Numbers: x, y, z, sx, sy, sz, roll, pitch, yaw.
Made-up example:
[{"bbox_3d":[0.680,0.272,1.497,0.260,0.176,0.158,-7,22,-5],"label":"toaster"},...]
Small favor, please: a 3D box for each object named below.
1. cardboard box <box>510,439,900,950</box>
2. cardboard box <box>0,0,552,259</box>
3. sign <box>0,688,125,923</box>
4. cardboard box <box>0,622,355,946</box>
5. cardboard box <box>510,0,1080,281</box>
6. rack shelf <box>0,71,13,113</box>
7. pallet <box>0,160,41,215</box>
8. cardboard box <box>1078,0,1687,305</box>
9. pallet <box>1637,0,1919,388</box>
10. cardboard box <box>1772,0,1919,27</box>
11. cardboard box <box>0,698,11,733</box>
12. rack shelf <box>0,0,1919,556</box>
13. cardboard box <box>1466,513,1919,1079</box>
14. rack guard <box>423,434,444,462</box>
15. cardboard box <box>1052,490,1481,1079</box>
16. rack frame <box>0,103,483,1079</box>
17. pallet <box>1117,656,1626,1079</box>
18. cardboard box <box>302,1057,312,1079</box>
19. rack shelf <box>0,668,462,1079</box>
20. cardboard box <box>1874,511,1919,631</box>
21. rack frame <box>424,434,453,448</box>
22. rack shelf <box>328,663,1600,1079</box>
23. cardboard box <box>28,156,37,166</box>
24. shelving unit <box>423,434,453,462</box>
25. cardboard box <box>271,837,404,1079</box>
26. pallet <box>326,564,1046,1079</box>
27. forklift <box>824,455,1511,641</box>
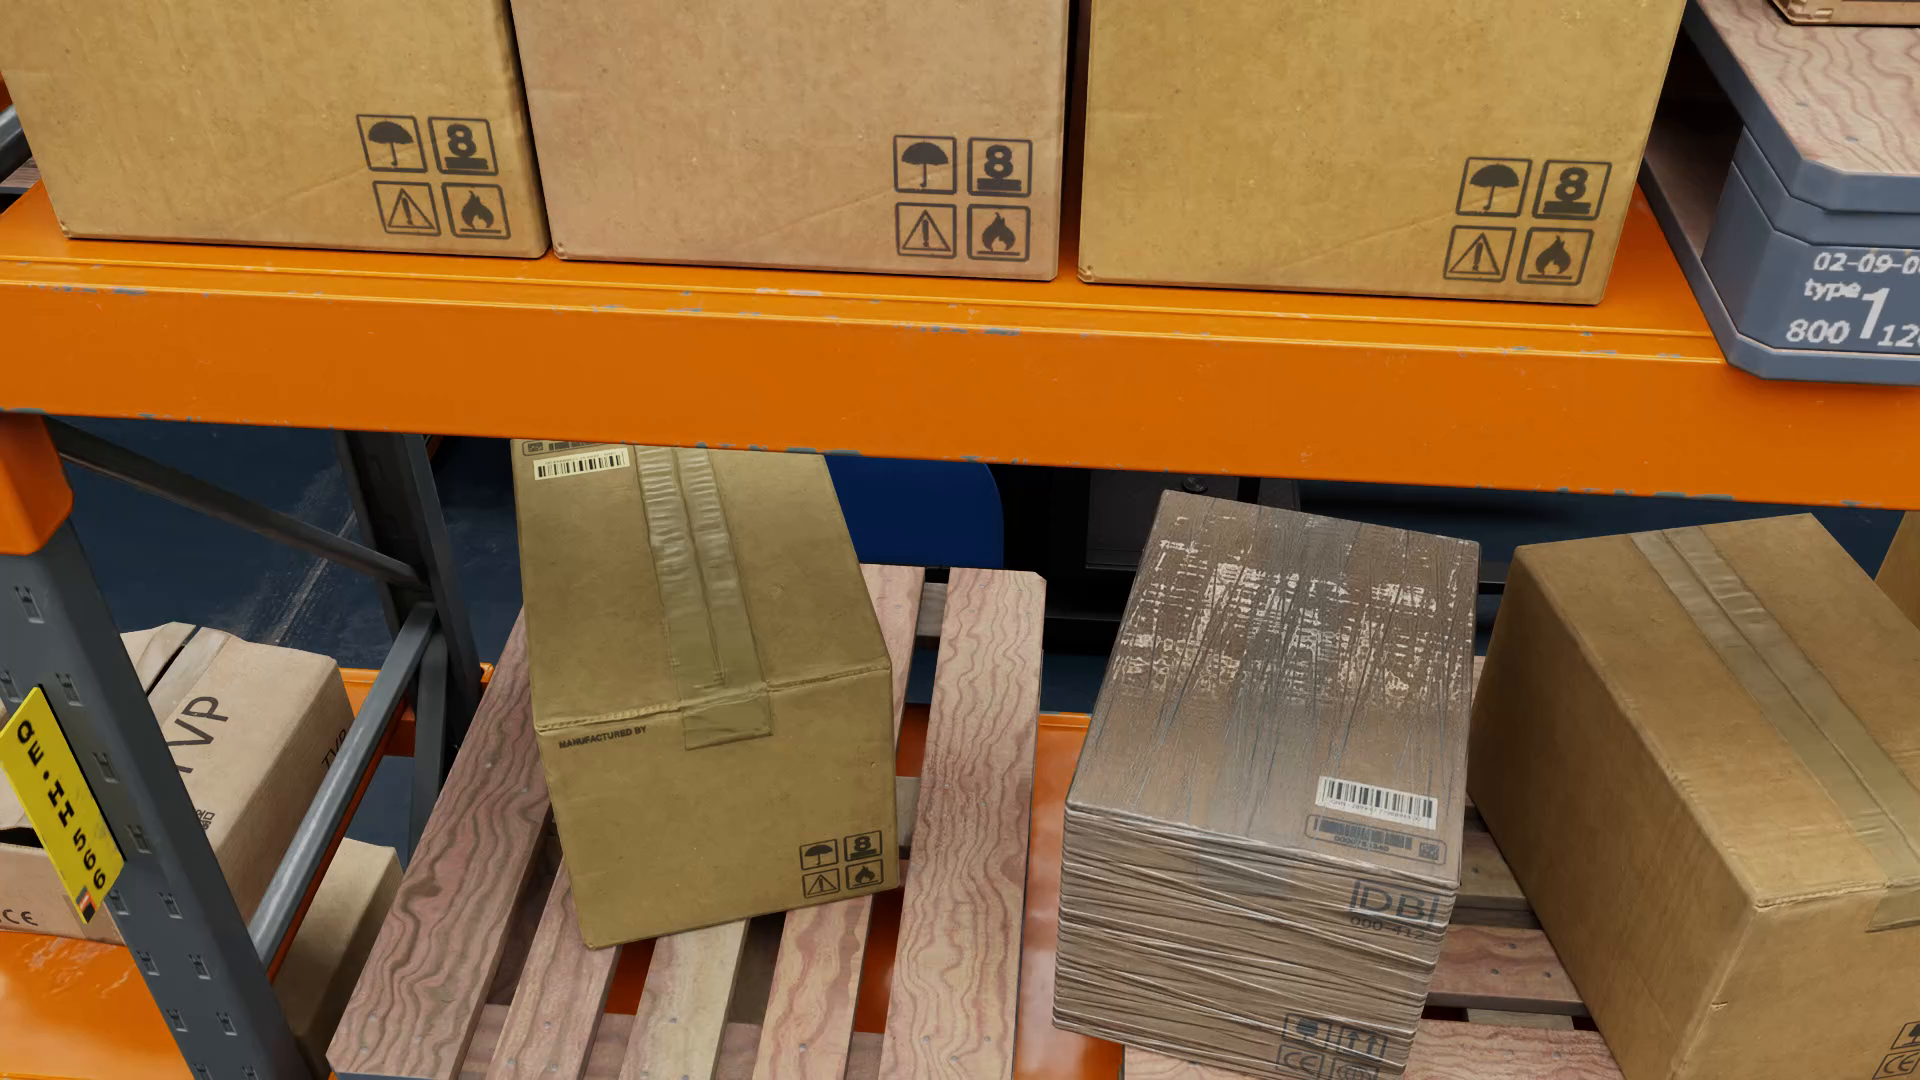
[{"bbox_3d":[-0.424,0.193,2.725,0.500,0.500,0.700,-9,40,-11],"label":"cardboard box"},{"bbox_3d":[-0.624,-0.768,1.862,0.500,0.500,0.910,3,39,4],"label":"cardboard box"},{"bbox_3d":[-1.106,0.332,2.049,0.005,0.325,0.100,3,39,4],"label":"sign"},{"bbox_3d":[-1.420,0.419,2.930,0.500,0.311,0.500,5,39,7],"label":"cardboard box"},{"bbox_3d":[-0.116,-0.740,1.828,0.500,0.500,0.910,3,39,4],"label":"cardboard box"},{"bbox_3d":[-3.054,-0.562,2.258,4.000,0.370,1.077,3,39,4],"label":"rack shelf"},{"bbox_3d":[-3.847,-1.779,7.769,1.213,0.211,1.003,3,39,4],"label":"pallet"},{"bbox_3d":[0.402,-0.712,1.793,0.500,0.500,0.910,3,39,4],"label":"cardboard box"},{"bbox_3d":[1.246,-0.575,1.853,1.003,0.211,1.213,3,39,4],"label":"pallet"},{"bbox_3d":[1.099,-0.899,1.611,0.600,0.600,0.600,2,39,2],"label":"cardboard box"},{"bbox_3d":[-1.936,0.295,3.081,0.500,0.311,0.500,3,39,3],"label":"cardboard box"},{"bbox_3d":[0.931,-0.344,1.990,4.000,0.370,1.077,3,39,4],"label":"rack shelf"},{"bbox_3d":[1.158,0.390,2.483,0.500,0.500,0.700,-6,40,-8],"label":"cardboard box"},{"bbox_3d":[-1.909,-0.390,6.031,0.087,0.250,0.587,3,39,4],"label":"rack guard"},{"bbox_3d":[0.470,0.363,2.516,0.500,0.500,0.700,10,40,12],"label":"cardboard box"},{"bbox_3d":[-1.061,0.431,2.844,0.127,3.000,1.000,3,39,4],"label":"rack frame"},{"bbox_3d":[0.876,0.609,2.778,1.213,0.211,1.003,3,39,4],"label":"pallet"},{"bbox_3d":[-1.605,1.244,3.247,0.500,0.311,0.500,4,39,5],"label":"cardboard box"},{"bbox_3d":[-3.054,0.601,3.205,4.000,0.370,1.077,3,39,4],"label":"rack shelf"},{"bbox_3d":[1.780,0.284,2.614,0.500,0.500,0.700,9,40,11],"label":"cardboard box"},{"bbox_3d":[-1.928,-0.876,5.638,0.032,1.500,0.500,3,39,4],"label":"rack frame"},{"bbox_3d":[0.931,0.819,2.937,4.000,0.370,1.077,3,39,4],"label":"rack shelf"},{"bbox_3d":[-3.888,-2.074,7.553,0.500,0.500,0.700,4,39,5],"label":"cardboard box"},{"bbox_3d":[-1.413,-0.846,5.601,1.083,1.500,0.587,3,39,4],"label":"shelving unit"},{"bbox_3d":[-1.558,0.904,3.664,0.500,0.311,0.500,4,39,5],"label":"cardboard box"},{"bbox_3d":[-0.380,0.499,2.913,1.003,0.211,1.213,3,39,4],"label":"pallet"},{"bbox_3d":[0.628,-1.103,4.784,3.031,2.935,1.130,3,39,4],"label":"forklift"}]
